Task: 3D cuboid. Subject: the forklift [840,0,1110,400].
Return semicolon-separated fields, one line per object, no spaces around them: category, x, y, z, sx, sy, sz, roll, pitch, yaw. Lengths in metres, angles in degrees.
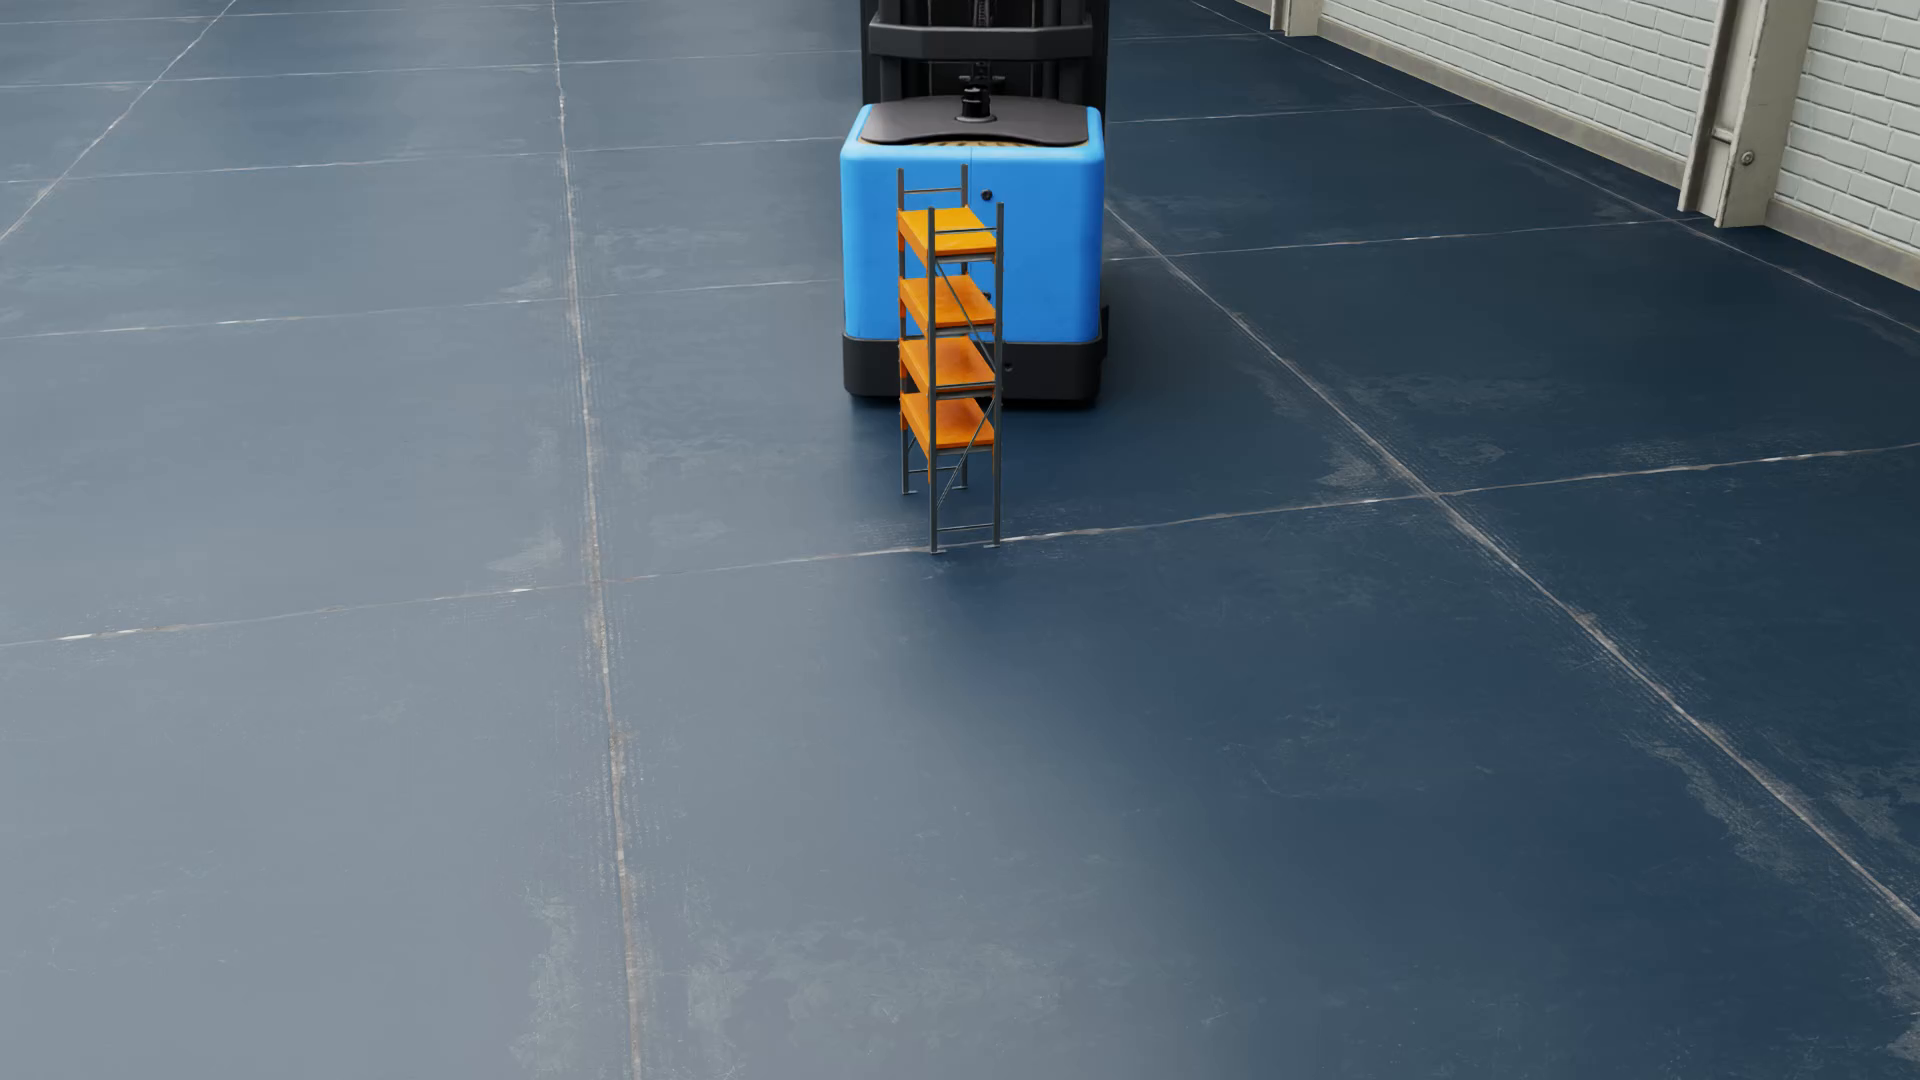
forklift;0.121;-2.500;7.450;1.130;2.935;3.031;1;27;3

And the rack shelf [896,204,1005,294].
rack shelf;-0.037;-0.959;5.447;0.258;0.148;0.480;-6;27;-12

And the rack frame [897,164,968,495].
rack frame;-0.092;-0.715;5.836;0.240;1.200;0.015;-6;27;-12

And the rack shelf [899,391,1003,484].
rack shelf;-0.037;-0.371;5.743;0.258;0.148;0.480;-6;27;-12

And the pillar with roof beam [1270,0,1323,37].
pillar with roof beam;-1.259;-8.035;11.681;9.100;9.000;0.400;-6;27;-12

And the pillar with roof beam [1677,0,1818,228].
pillar with roof beam;0.093;-5.401;6.463;9.100;9.000;0.400;-6;27;-12

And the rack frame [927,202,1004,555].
rack frame;0.018;-0.501;5.411;0.240;1.200;0.015;-6;27;-12

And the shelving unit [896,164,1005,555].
shelving unit;-0.037;-0.608;5.624;0.258;1.200;0.503;-6;27;-12

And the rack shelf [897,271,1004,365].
rack shelf;-0.037;-0.748;5.553;0.258;0.148;0.480;-6;27;-12

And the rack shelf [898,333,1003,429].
rack shelf;-0.037;-0.548;5.654;0.258;0.148;0.480;-6;27;-12
